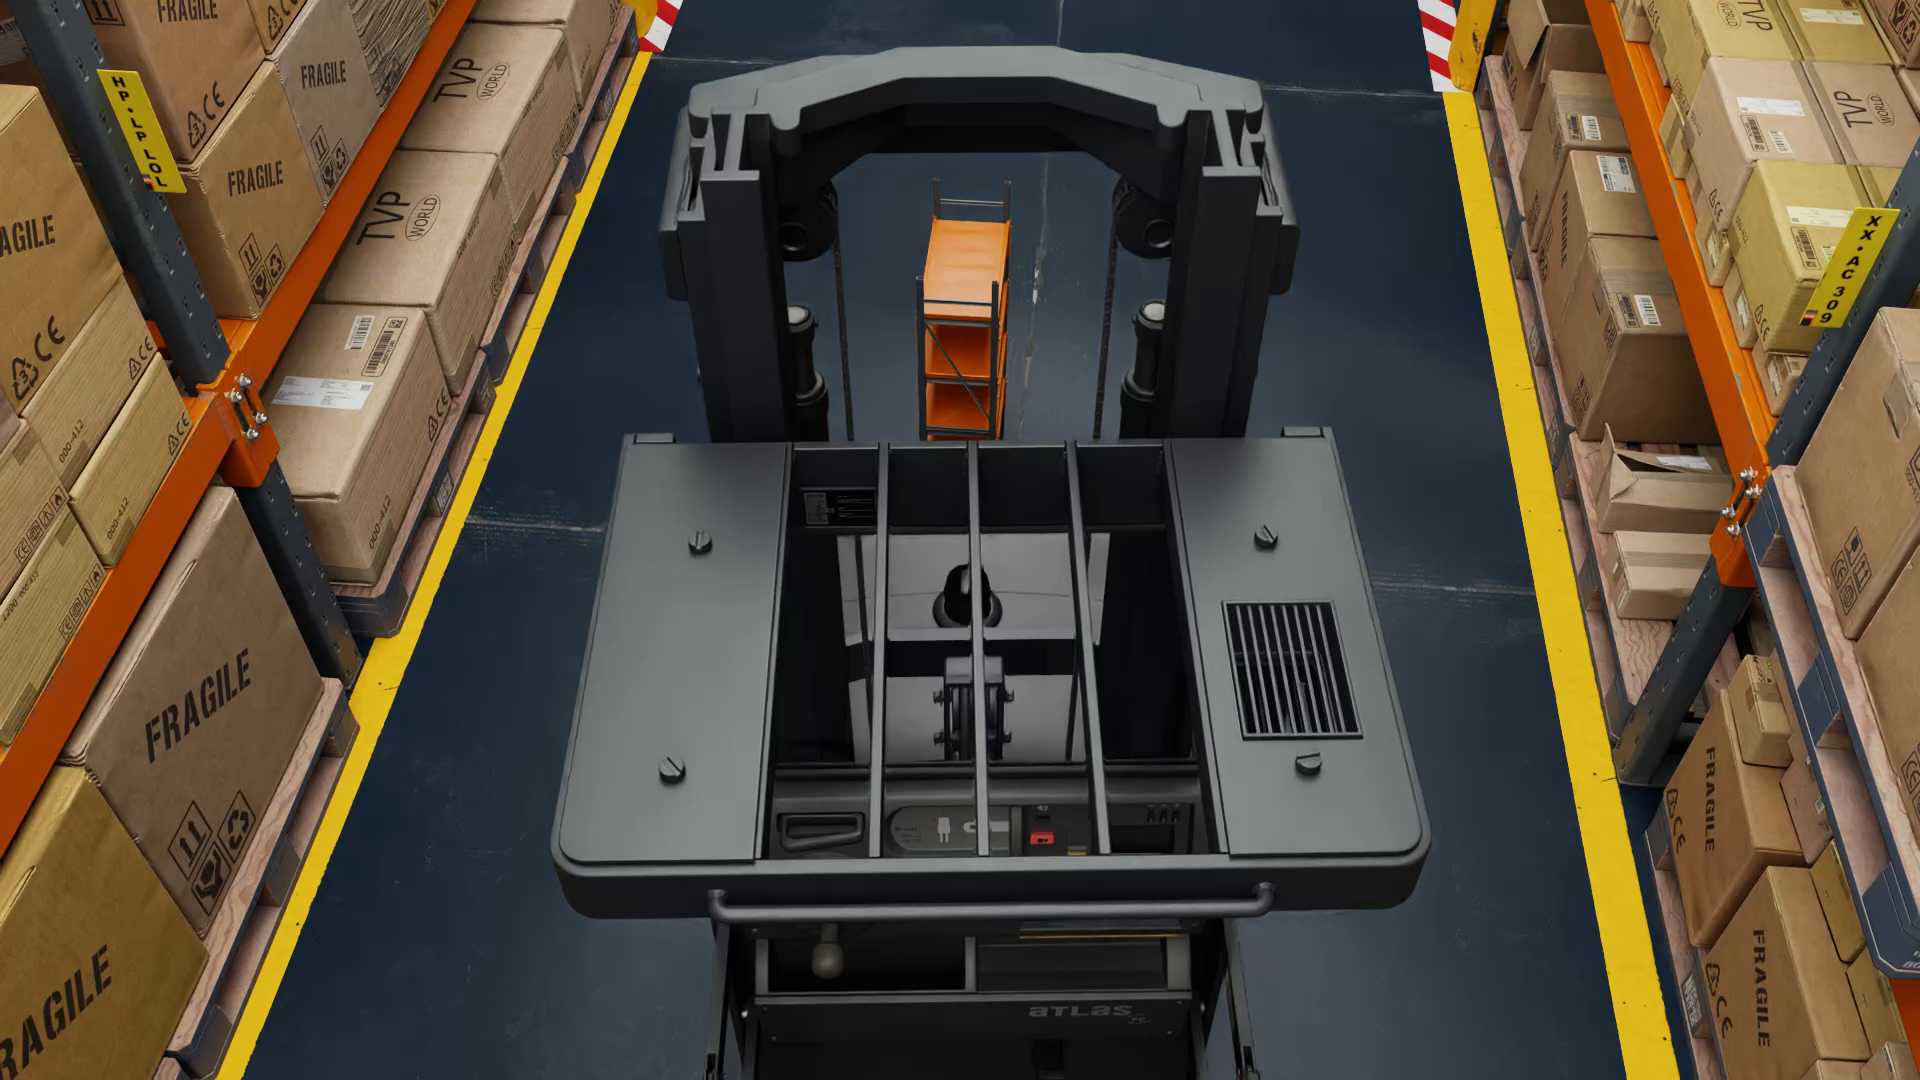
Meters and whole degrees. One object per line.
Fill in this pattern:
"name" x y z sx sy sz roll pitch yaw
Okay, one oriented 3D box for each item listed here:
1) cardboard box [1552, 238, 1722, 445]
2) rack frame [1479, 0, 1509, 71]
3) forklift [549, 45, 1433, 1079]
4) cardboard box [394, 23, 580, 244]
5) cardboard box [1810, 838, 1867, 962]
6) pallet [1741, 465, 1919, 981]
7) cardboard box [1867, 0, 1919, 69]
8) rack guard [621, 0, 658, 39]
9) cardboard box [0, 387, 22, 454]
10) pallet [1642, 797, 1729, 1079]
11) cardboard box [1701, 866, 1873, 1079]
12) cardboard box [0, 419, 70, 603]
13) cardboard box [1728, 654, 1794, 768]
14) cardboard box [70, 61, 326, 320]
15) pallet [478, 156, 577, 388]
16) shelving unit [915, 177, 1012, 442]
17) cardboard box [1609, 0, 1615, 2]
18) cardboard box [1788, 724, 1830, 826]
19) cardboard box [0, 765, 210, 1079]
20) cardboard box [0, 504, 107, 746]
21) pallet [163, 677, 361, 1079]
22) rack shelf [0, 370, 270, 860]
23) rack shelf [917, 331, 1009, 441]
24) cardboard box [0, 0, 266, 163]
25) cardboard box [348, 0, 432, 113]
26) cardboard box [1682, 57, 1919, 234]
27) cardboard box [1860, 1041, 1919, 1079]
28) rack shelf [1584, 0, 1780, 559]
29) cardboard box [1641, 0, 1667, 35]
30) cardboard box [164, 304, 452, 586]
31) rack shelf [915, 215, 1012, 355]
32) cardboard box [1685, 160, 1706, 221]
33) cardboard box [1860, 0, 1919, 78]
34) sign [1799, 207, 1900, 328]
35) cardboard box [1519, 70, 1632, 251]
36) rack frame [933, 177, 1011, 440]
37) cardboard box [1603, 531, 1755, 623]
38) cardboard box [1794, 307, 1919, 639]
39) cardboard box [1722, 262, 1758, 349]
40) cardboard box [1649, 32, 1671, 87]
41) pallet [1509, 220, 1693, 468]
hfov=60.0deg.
"cardboard box" 2.512 -0.682 5.750 0.700 0.500 0.500 2 48 2
"rack frame" 2.873 -3.215 6.658 1.000 3.000 0.127 4 48 4
"forklift" 0.034 0.751 3.077 1.130 2.935 3.031 -1 48 -1
"cardboard box" -2.106 -1.658 6.686 0.875 0.438 0.875 5 48 5
"cardboard box" 2.251 0.851 3.909 0.380 0.149 0.250 2 48 2
"pallet" 2.327 0.369 3.510 1.003 0.211 1.213 4 48 4
"cardboard box" 2.910 -1.655 4.623 0.500 0.500 0.500 3 48 2
"rack guard" -2.068 -2.720 7.899 1.175 0.500 0.348 4 48 4
"cardboard box" -2.265 -0.252 3.202 0.500 0.500 0.500 5 48 4
"pallet" 2.472 1.266 4.449 1.003 0.211 1.213 4 48 4
"cardboard box" 2.202 1.159 4.067 0.500 0.500 0.500 3 48 3
"cardboard box" -2.271 -0.017 3.495 0.500 0.250 0.500 5 48 4
"cardboard box" 2.211 0.453 4.273 0.380 0.149 0.250 6 48 5
"cardboard box" -2.131 -0.968 4.535 0.500 0.500 0.500 5 48 5
"pallet" -2.179 -1.118 6.630 1.003 0.211 1.213 4 48 4
"shelving unit" 0.015 -0.527 5.419 0.258 1.200 0.503 4 48 4
"cardboard box" 2.403 -1.964 5.684 0.380 0.149 0.250 3 48 2
"cardboard box" 2.235 0.547 3.985 0.380 0.149 0.250 2 48 2
"cardboard box" -2.486 1.094 3.872 0.875 0.875 0.875 5 48 5
"cardboard box" -2.272 0.165 3.668 0.500 0.250 0.500 3 48 3
"pallet" -2.430 0.906 4.778 1.003 0.211 1.213 4 48 4
"rack shelf" -2.617 1.106 3.193 1.077 0.370 4.000 4 48 4
"rack shelf" 0.015 -0.481 5.468 0.258 0.148 0.480 4 48 4
"cardboard box" -2.150 -1.312 4.171 0.500 0.500 0.500 4 48 4
"cardboard box" -2.029 -1.702 5.206 0.500 0.500 0.500 4 48 4
"cardboard box" 2.343 -1.085 4.610 0.500 0.250 0.500 4 48 4
"cardboard box" 2.180 1.235 3.558 0.380 0.149 0.250 4 48 3
"rack shelf" 2.691 -1.503 5.579 1.077 0.370 4.000 4 48 4
"cardboard box" 2.450 -1.829 5.290 0.500 0.250 0.500 3 48 3
"cardboard box" -2.270 -0.338 5.478 0.875 0.438 0.875 3 48 3
"rack shelf" 0.015 -0.792 5.129 0.258 0.148 0.480 4 48 4
"cardboard box" 2.339 -1.018 4.819 0.380 0.149 0.250 5 48 5
"cardboard box" 2.911 -1.419 4.915 0.500 0.250 0.500 5 48 4
"sign" 1.968 -0.599 3.678 0.100 0.325 0.005 4 48 4
"cardboard box" 2.607 -1.444 6.448 0.700 0.500 0.500 6 48 5
"rack frame" 0.037 -0.706 5.583 0.240 1.200 0.015 4 48 4
"cardboard box" 2.267 0.116 5.259 0.380 0.149 0.250 3 48 2
"cardboard box" 2.242 -0.111 3.466 0.700 0.500 0.500 5 48 5
"cardboard box" 2.289 -0.635 4.468 0.380 0.149 0.250 5 48 5
"cardboard box" 2.445 -1.575 5.328 0.380 0.149 0.250 4 48 3
"pallet" 2.681 -0.738 6.282 1.003 0.211 1.213 4 48 4
